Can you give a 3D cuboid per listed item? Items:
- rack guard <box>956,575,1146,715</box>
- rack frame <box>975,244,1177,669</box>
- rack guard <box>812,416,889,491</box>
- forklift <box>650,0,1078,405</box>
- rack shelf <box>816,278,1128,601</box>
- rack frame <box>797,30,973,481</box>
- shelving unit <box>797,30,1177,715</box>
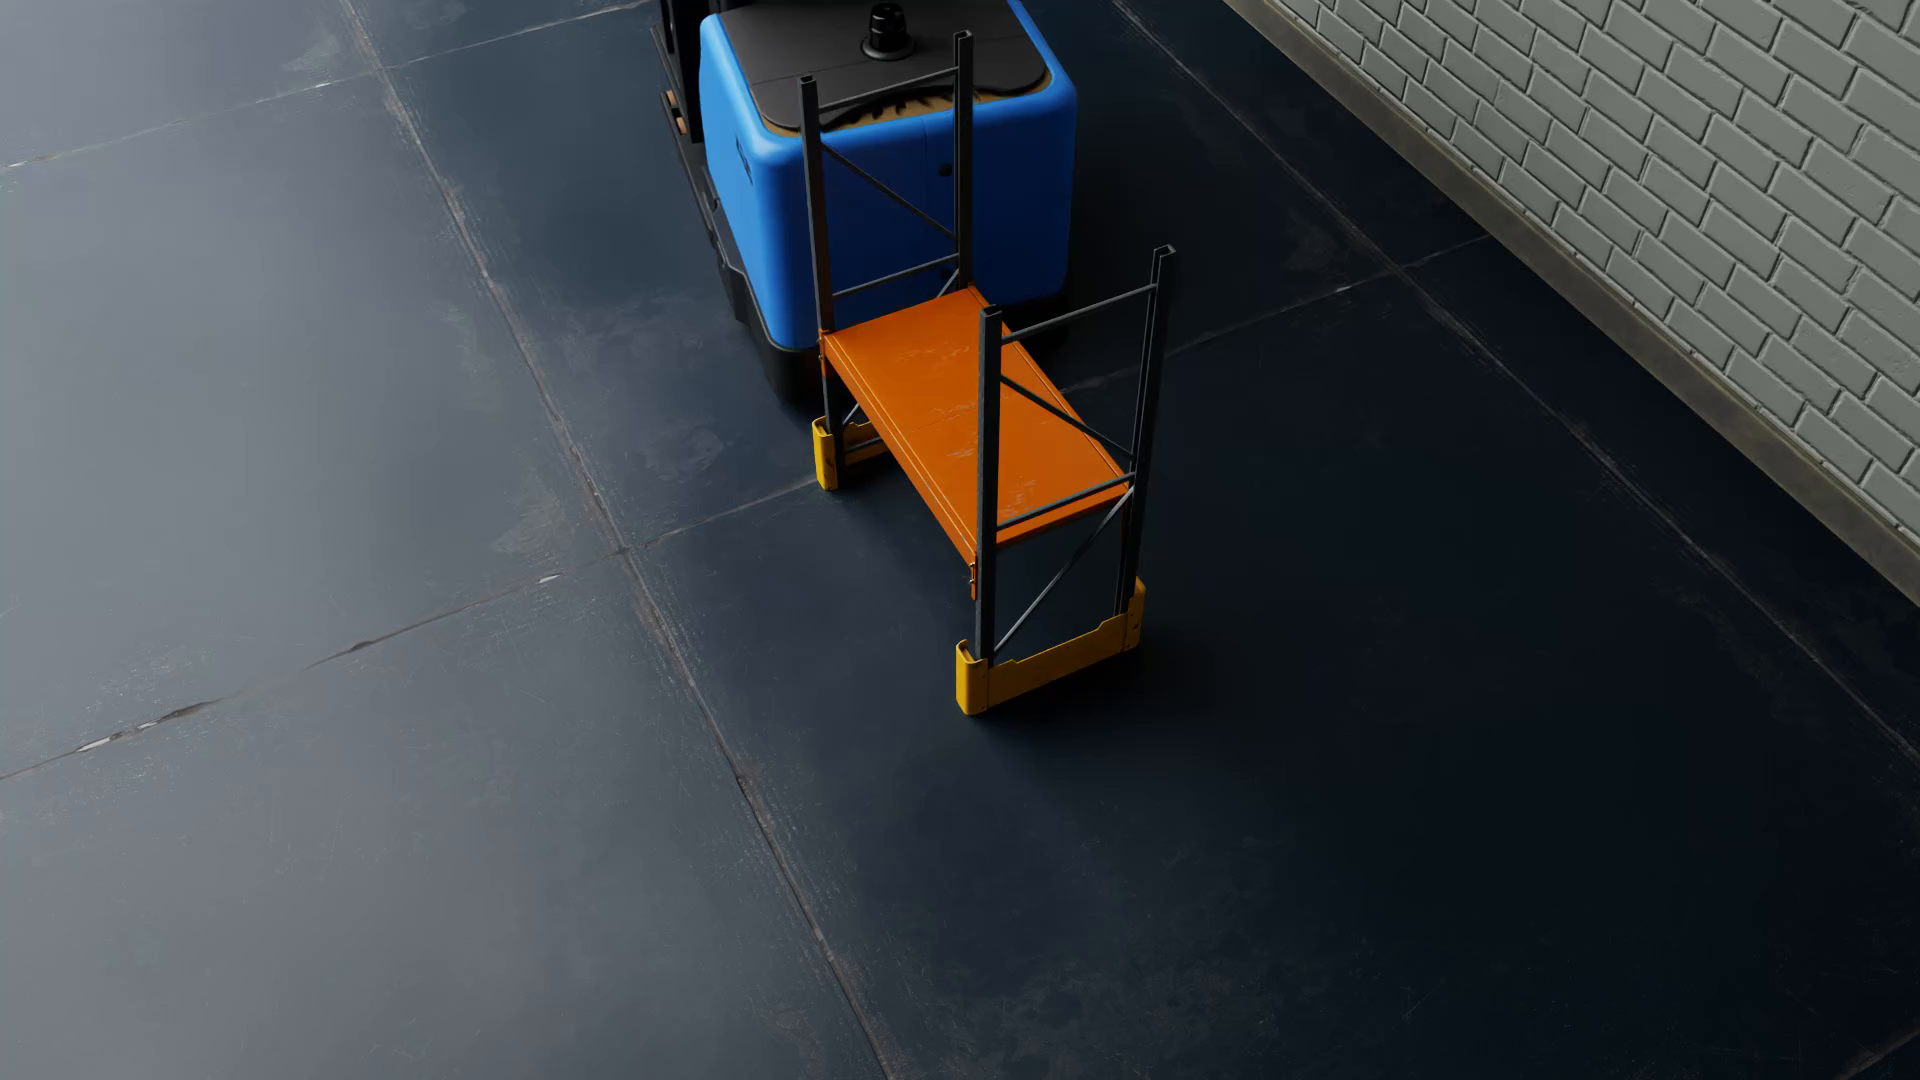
[{"bbox_3d":[0.263,0.302,4.820,0.587,0.250,0.087,-21,52,-18],"label":"rack guard"},{"bbox_3d":[0.272,-0.096,4.338,0.500,1.500,0.032,-21,52,-18],"label":"rack frame"},{"bbox_3d":[-0.193,-0.365,5.403,0.587,0.250,0.087,-21,52,-18],"label":"rack guard"},{"bbox_3d":[-0.564,-2.551,5.534,1.130,2.935,3.031,-14,50,-12],"label":"forklift"},{"bbox_3d":[0.039,-0.318,4.771,0.538,0.185,1.000,-21,52,-18],"label":"rack shelf"},{"bbox_3d":[-0.194,-0.777,4.933,0.500,1.500,0.032,-21,52,-18],"label":"rack frame"},{"bbox_3d":[0.035,-0.443,4.641,0.587,1.500,1.083,-21,52,-18],"label":"shelving unit"}]
